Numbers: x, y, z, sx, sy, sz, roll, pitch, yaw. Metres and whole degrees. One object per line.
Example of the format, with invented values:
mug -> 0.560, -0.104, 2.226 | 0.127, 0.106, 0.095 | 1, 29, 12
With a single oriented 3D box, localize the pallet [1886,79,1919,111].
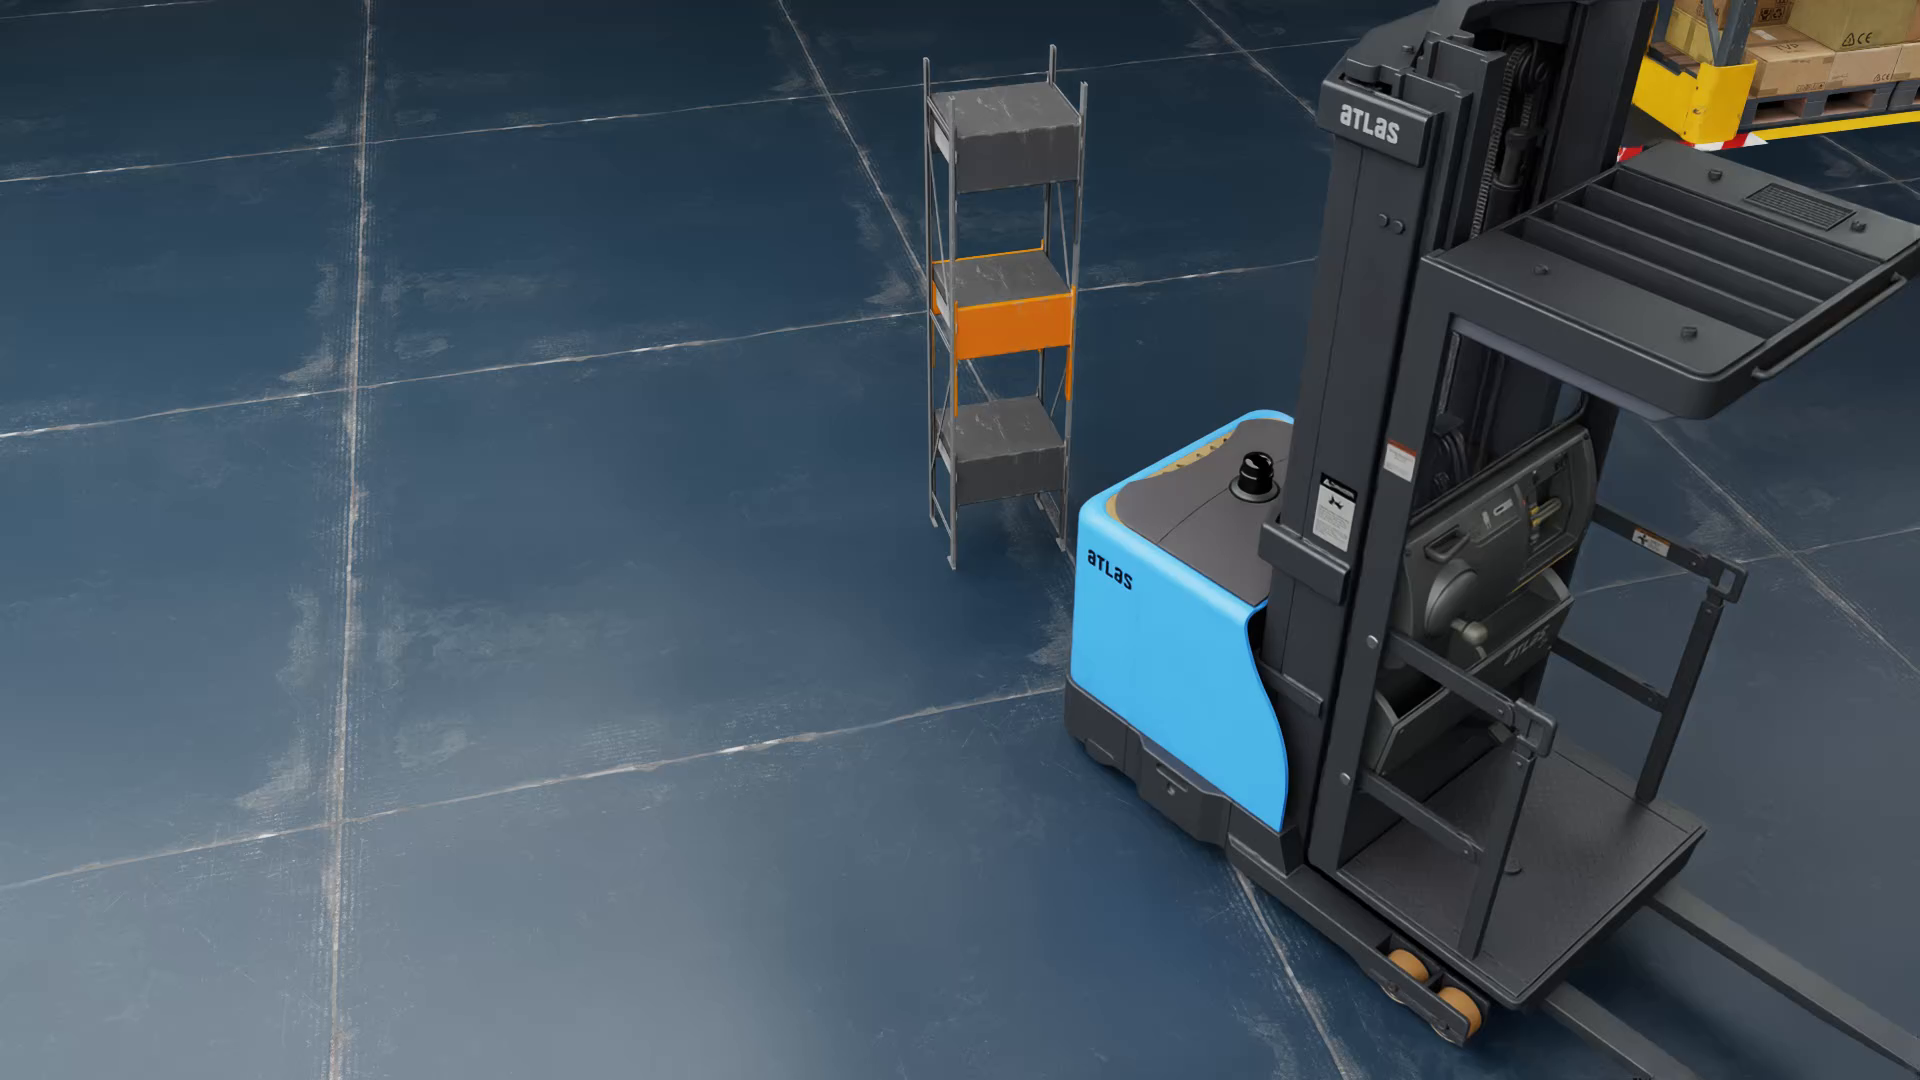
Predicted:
pallet -> 6.569, -3.291, 11.378 | 1.213, 0.211, 1.003 | -9, 38, -12

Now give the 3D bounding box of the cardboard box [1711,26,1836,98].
cardboard box -> 5.242, -3.090, 10.739 | 0.500, 0.250, 0.500 | -9, 38, -12

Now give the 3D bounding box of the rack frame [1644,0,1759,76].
rack frame -> 4.666, -4.061, 10.090 | 0.127, 3.000, 1.000 | -9, 38, -12

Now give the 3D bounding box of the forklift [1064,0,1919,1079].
forklift -> 1.733, 0.052, 4.770 | 1.130, 2.935, 3.031 | -28, 45, -31

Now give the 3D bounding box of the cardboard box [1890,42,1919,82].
cardboard box -> 6.207, -3.251, 10.948 | 0.500, 0.250, 0.500 | -9, 38, -12

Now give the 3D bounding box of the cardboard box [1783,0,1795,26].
cardboard box -> 5.587, -3.480, 11.248 | 0.500, 0.250, 0.500 | -9, 38, -12

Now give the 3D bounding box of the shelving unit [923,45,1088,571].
shelving unit -> 0.160, -0.860, 6.646 | 0.503, 2.100, 0.431 | -9, 38, -12

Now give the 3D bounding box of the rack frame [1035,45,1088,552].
rack frame -> 0.395, -0.899, 6.697 | 0.015, 2.100, 0.400 | -9, 38, -12

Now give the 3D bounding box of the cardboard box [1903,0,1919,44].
cardboard box -> 6.204, -3.555, 10.729 | 0.500, 0.500, 0.500 | -9, 38, -12

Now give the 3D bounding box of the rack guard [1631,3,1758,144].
rack guard -> 4.643, -3.065, 10.845 | 0.348, 0.500, 1.175 | -9, 38, -12

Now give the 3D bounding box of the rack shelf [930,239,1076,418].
rack shelf -> 0.160, -0.849, 6.655 | 0.480, 0.518, 0.431 | -9, 38, -12

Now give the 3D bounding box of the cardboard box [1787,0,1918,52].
cardboard box -> 5.724, -3.469, 10.616 | 0.500, 0.500, 0.500 | -9, 38, -12

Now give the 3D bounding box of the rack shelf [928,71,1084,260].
rack shelf -> 0.160, -1.405, 6.229 | 0.480, 0.518, 0.431 | -9, 38, -12

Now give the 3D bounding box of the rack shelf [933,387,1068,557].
rack shelf -> 0.160, -0.293, 7.080 | 0.480, 0.518, 0.431 | -9, 38, -12

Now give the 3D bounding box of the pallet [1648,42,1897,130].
pallet -> 5.394, -3.099, 11.128 | 1.213, 0.211, 1.003 | -9, 38, -12

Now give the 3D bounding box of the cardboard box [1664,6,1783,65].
cardboard box -> 5.107, -3.394, 11.136 | 0.500, 0.250, 0.500 | -9, 38, -12

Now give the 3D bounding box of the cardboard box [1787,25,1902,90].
cardboard box -> 5.724, -3.172, 10.845 | 0.500, 0.250, 0.500 | -9, 38, -12

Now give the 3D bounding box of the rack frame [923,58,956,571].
rack frame -> -0.076, -0.822, 6.596 | 0.015, 2.100, 0.400 | -9, 38, -12

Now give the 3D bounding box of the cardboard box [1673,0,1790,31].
cardboard box -> 5.107, -3.693, 10.910 | 0.500, 0.500, 0.500 | -9, 38, -12
